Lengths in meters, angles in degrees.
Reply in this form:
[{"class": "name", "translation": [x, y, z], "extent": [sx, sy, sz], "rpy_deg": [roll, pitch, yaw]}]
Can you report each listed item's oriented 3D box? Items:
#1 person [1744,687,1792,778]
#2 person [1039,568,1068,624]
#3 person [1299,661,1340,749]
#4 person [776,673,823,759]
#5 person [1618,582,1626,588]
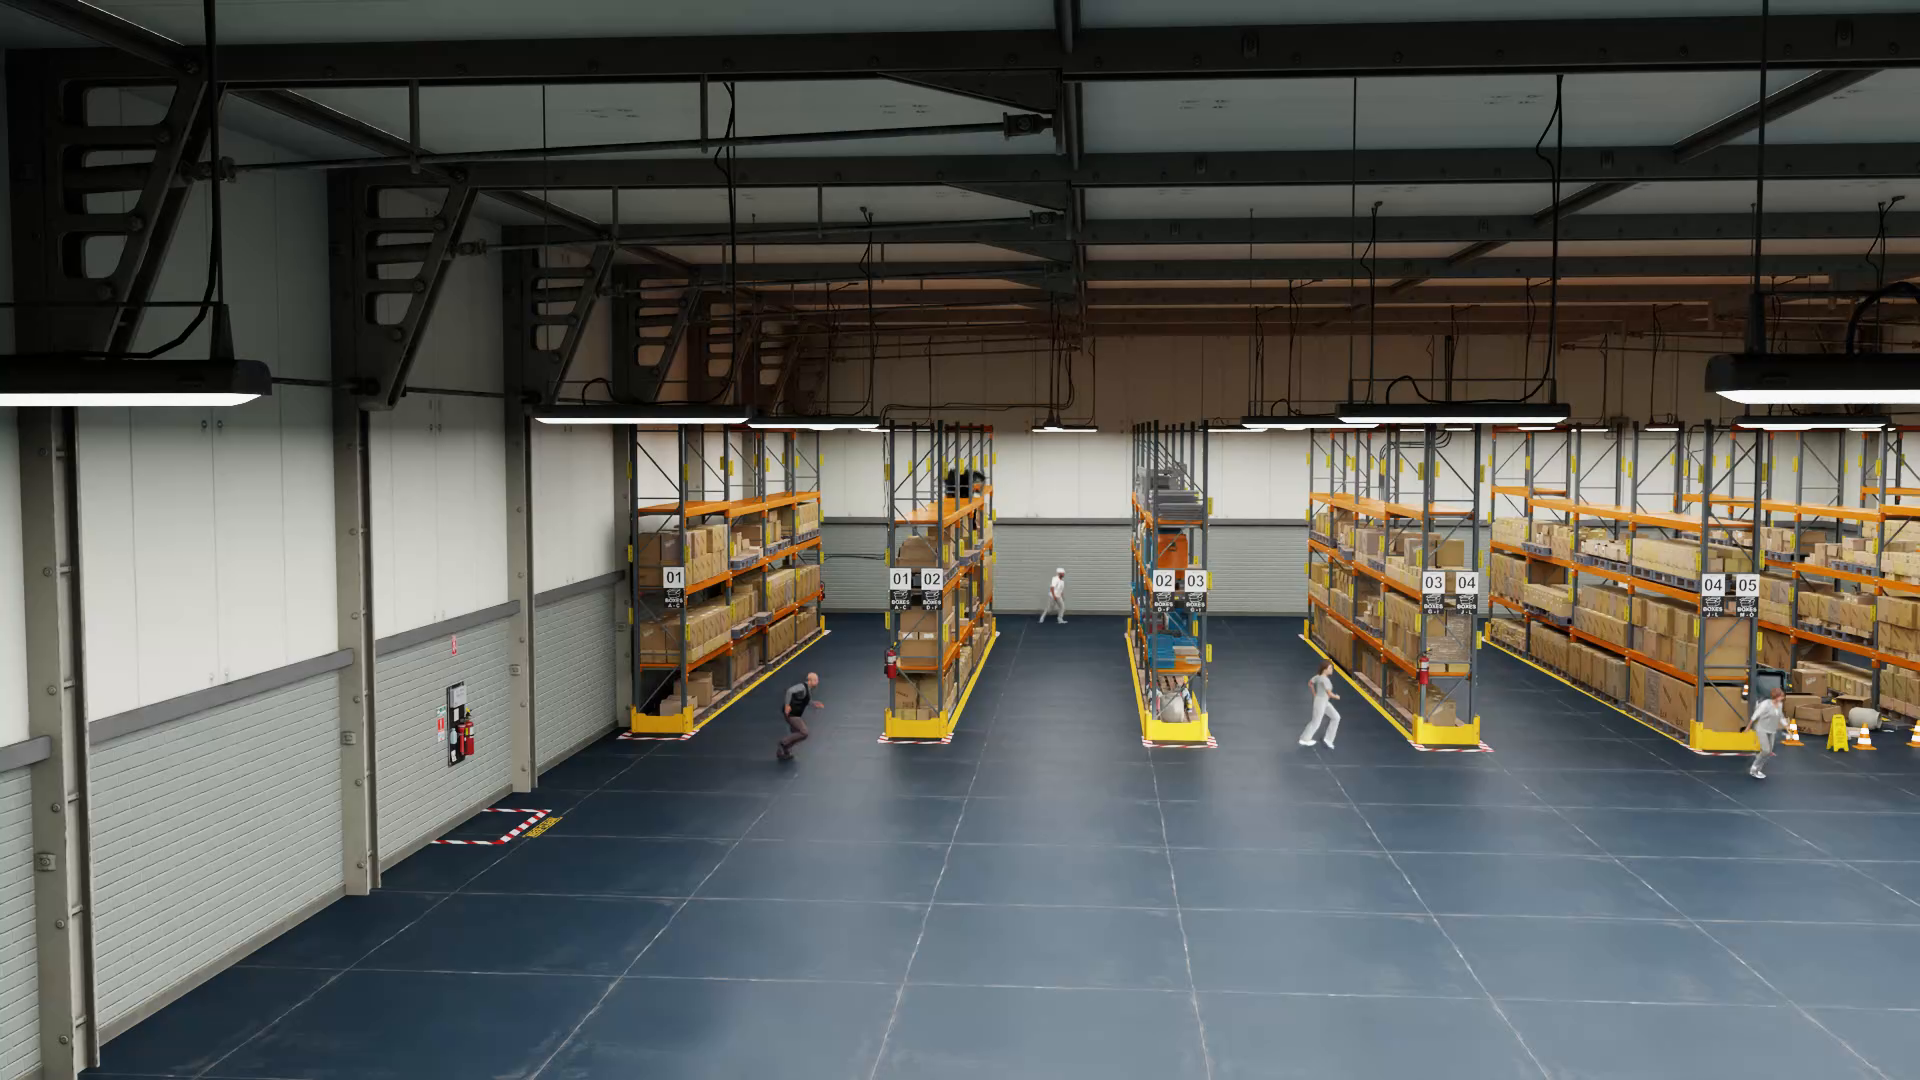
[{"class": "person", "translation": [13.423, 3.203, 27.603], "extent": [0.544, 1.548, 0.601], "rpy_deg": [-1, 4, -20]}, {"class": "person", "translation": [2.843, 1.702, 50.350], "extent": [0.870, 1.706, 0.779], "rpy_deg": [2, 4, 31]}, {"class": "person", "translation": [6.512, 3.010, 30.156], "extent": [0.740, 1.664, 0.619], "rpy_deg": [1, 4, 17]}, {"class": "person", "translation": [-2.836, 3.101, 29.199], "extent": [0.859, 1.546, 0.685], "rpy_deg": [1, 4, 12]}, {"class": "person", "translation": [19.387, 1.788, 48.875], "extent": [0.801, 1.669, 0.577], "rpy_deg": [-1, 4, -18]}]
